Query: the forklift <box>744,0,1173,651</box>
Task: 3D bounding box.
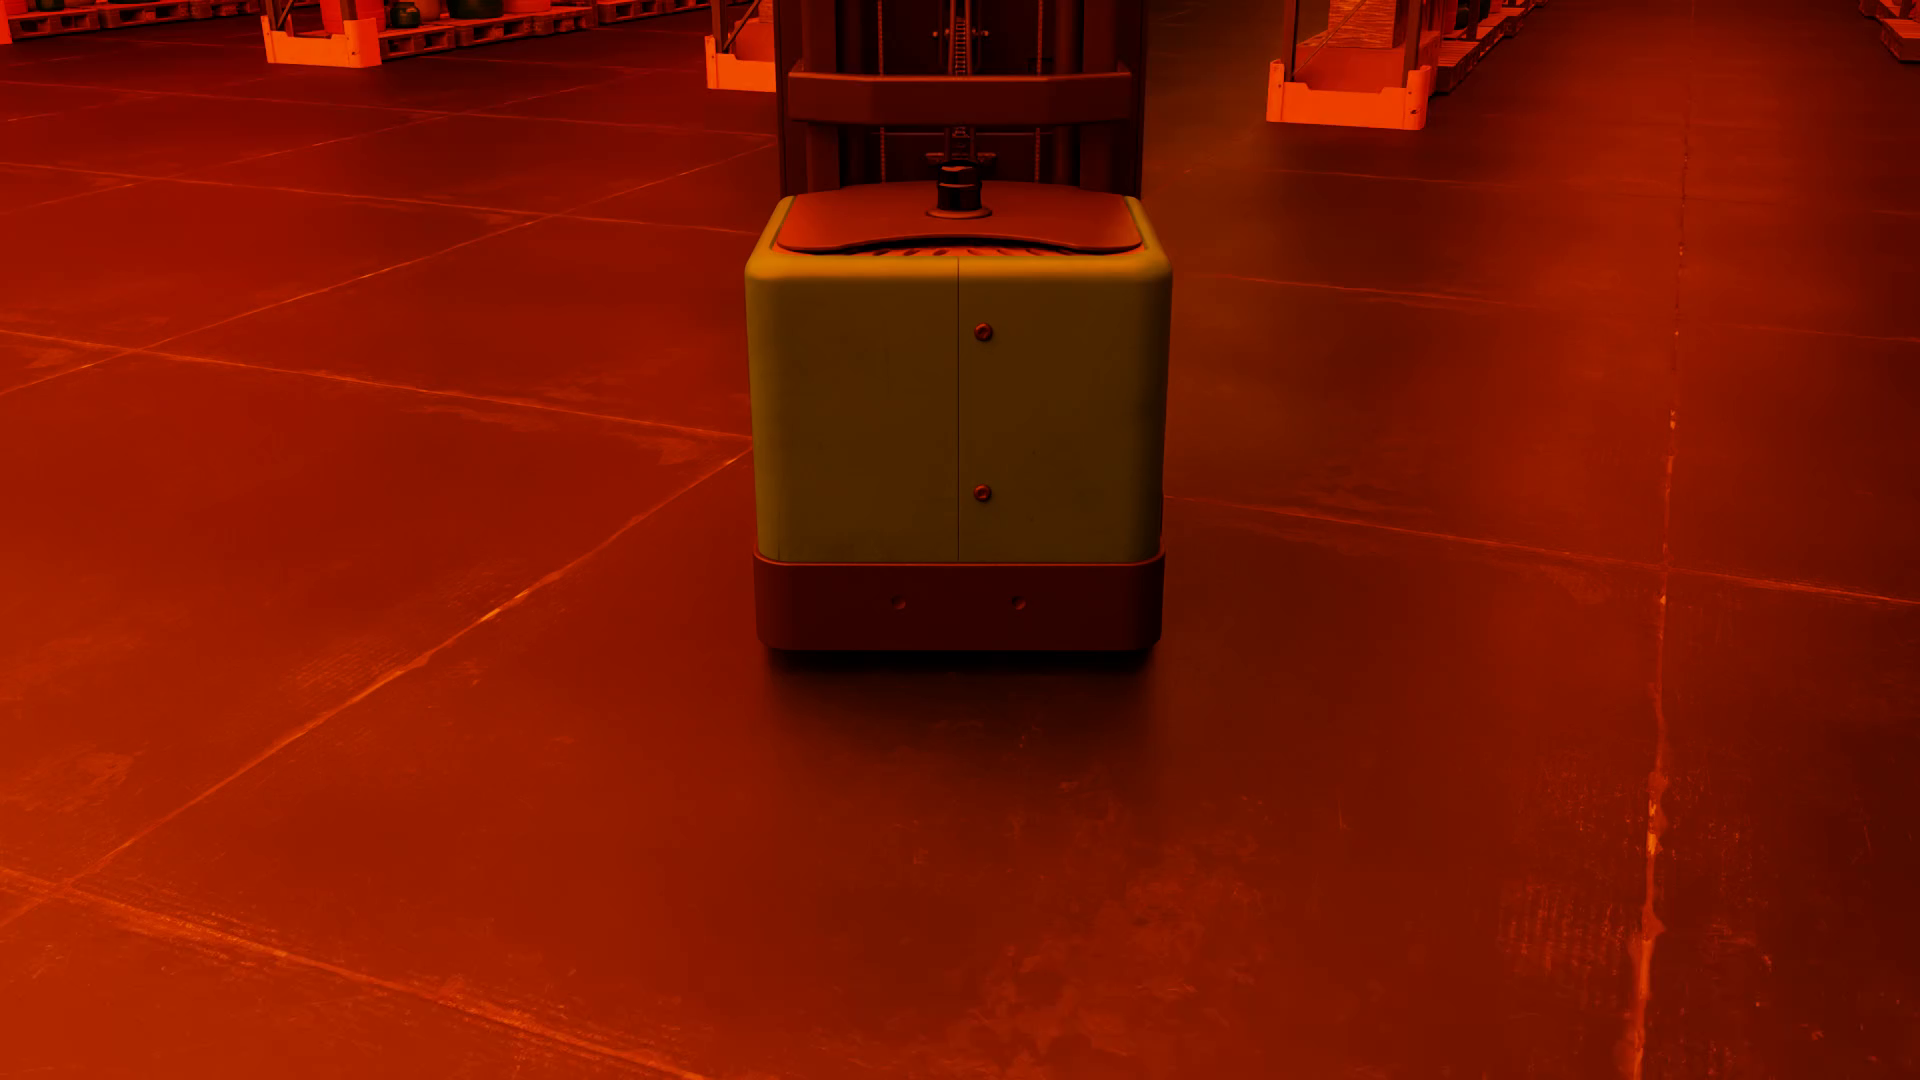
[{"bbox_3d":[0.002,-1.587,5.089,1.130,2.935,3.031,0,23,0],"label":"forklift"}]
